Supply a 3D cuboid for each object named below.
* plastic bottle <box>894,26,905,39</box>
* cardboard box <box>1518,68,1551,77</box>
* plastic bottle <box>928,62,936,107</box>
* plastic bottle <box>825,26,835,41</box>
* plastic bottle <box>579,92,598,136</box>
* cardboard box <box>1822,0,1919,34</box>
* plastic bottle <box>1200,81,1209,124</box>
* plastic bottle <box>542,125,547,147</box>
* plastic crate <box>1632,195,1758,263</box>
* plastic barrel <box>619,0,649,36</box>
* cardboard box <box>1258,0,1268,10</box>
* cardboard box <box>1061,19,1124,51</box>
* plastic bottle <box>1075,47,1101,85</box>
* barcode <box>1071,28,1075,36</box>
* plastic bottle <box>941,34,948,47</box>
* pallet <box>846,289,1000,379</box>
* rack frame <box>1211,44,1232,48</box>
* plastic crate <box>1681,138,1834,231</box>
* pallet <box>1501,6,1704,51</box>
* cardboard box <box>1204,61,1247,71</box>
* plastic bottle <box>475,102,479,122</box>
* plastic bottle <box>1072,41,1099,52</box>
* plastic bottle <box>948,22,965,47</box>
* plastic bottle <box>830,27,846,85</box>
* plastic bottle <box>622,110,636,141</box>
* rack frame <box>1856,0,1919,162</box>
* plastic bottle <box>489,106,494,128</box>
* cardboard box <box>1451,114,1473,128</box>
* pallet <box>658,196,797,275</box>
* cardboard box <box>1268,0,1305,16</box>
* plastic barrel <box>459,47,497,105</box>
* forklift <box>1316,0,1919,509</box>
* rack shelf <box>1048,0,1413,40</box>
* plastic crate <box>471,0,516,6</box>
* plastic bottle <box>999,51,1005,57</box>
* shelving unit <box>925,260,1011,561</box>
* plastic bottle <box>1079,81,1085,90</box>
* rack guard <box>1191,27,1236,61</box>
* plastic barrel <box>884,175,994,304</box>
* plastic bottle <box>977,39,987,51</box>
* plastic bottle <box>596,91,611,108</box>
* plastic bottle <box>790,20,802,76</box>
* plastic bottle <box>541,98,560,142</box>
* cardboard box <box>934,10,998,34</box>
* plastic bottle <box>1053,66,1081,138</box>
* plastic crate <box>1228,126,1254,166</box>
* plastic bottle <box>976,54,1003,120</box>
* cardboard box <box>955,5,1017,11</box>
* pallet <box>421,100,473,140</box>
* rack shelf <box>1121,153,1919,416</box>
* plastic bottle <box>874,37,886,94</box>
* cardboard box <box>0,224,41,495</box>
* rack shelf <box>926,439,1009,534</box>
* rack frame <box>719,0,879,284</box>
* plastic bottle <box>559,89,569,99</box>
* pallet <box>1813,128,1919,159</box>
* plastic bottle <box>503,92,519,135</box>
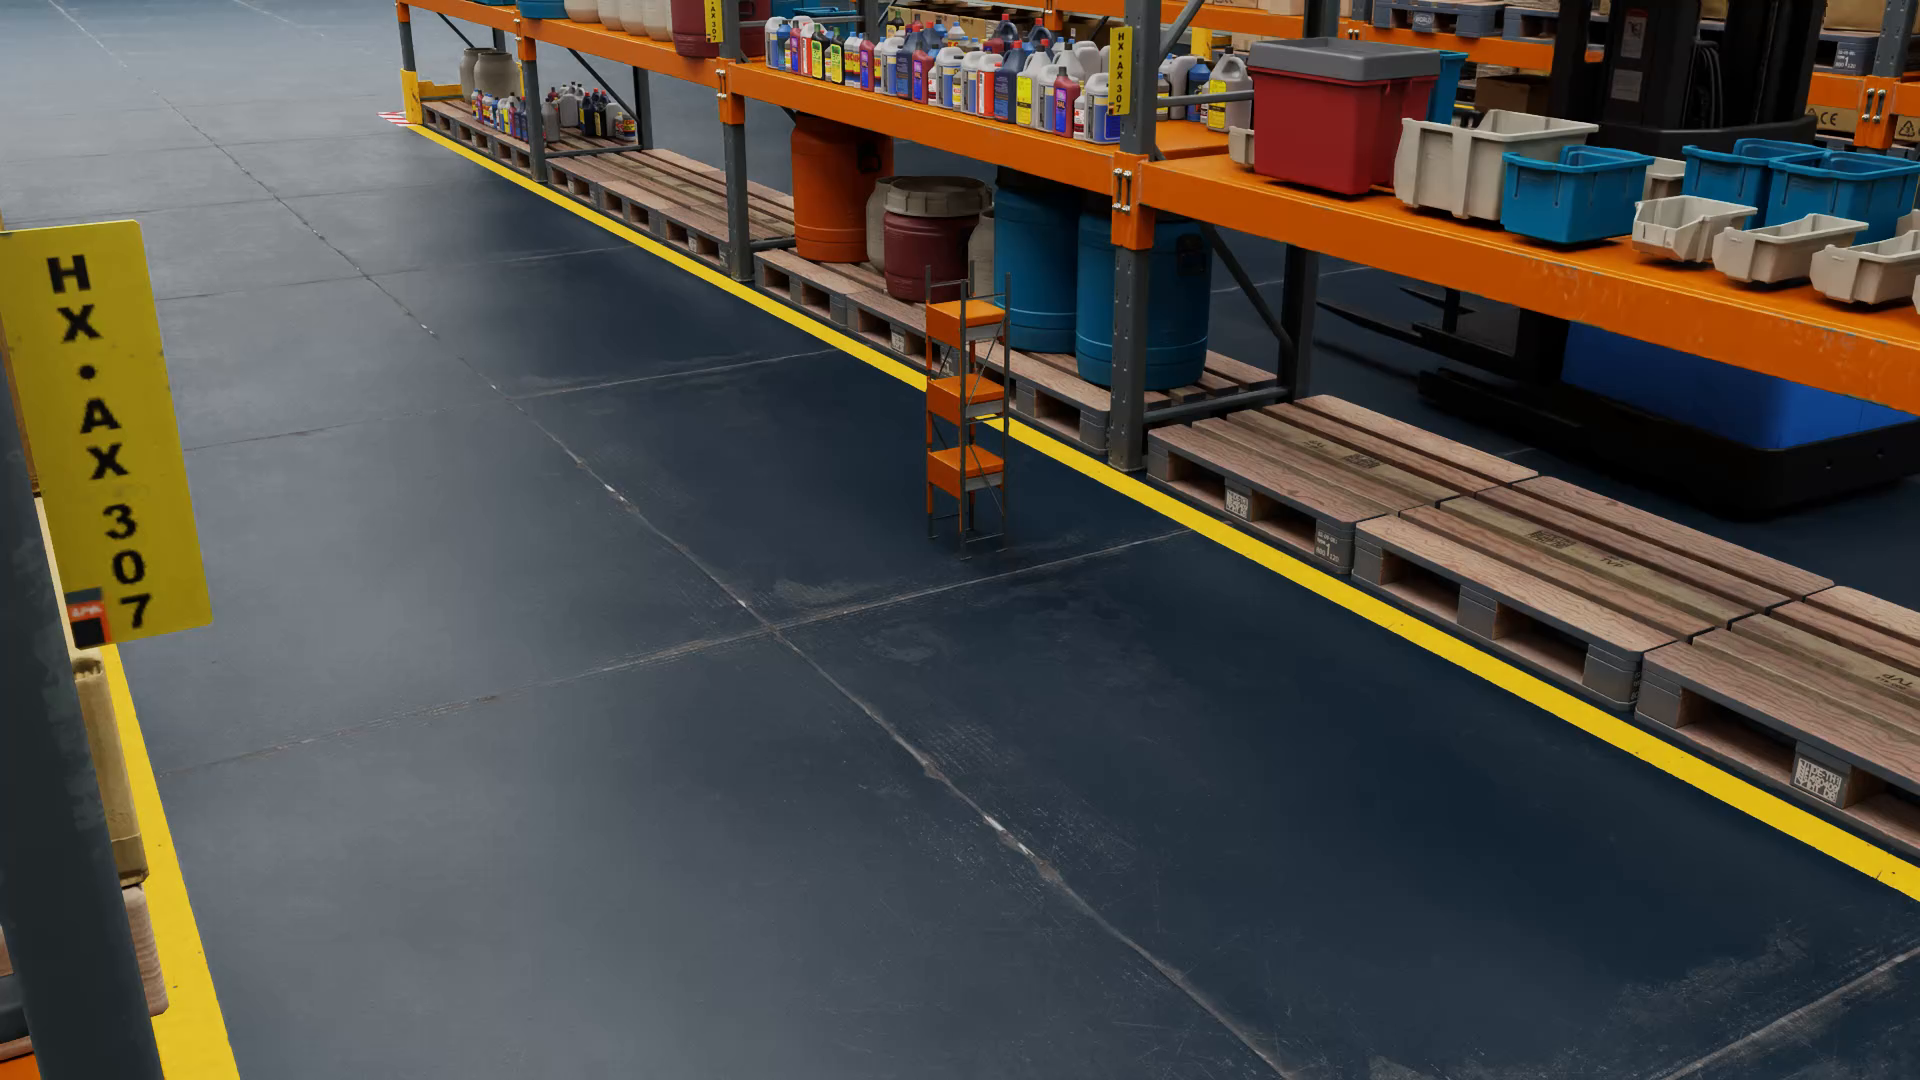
[{"bbox_3d":[-0.337,-2.893,9.708,0.097,0.201,0.097,0,22,0],"label":"plastic bottle"},{"bbox_3d":[6.217,-4.928,17.187,0.700,0.500,0.500,-13,26,-29],"label":"cardboard box"},{"bbox_3d":[-0.104,-2.185,7.968,0.097,0.201,0.097,0,22,0],"label":"plastic bottle"},{"bbox_3d":[-0.686,-2.632,8.973,0.097,0.271,0.097,0,22,0],"label":"plastic bottle"},{"bbox_3d":[-3.177,-3.659,14.264,0.144,0.351,0.185,-13,25,-28],"label":"plastic bottle"},{"bbox_3d":[5.300,-3.168,9.432,0.500,0.500,0.700,17,28,36],"label":"cardboard box"},{"bbox_3d":[1.126,-1.965,7.427,0.097,0.201,0.097,0,22,0],"label":"plastic bottle"},{"bbox_3d":[-3.450,-3.334,13.663,0.097,0.201,0.097,0,22,0],"label":"plastic bottle"},{"bbox_3d":[2.094,-0.894,4.797,0.298,0.136,0.250,-13,25,-28],"label":"plastic crate"},{"bbox_3d":[-2.101,-3.703,11.257,0.433,0.535,0.433,0,22,0],"label":"plastic barrel"},{"bbox_3d":[2.607,-4.311,13.269,0.380,0.149,0.250,-11,24,-24],"label":"cardboard box"},{"bbox_3d":[1.295,-4.799,16.233,0.500,0.500,0.500,-13,25,-28],"label":"cardboard box"},{"bbox_3d":[0.577,-2.216,7.944,0.152,0.276,0.135,-13,25,-28],"label":"plastic bottle"},{"bbox_3d":[1.036,-4.649,15.225,0.001,0.075,0.075,-13,25,-28],"label":"barcode"},{"bbox_3d":[-0.070,-2.723,9.292,0.097,0.201,0.097,0,22,0],"label":"plastic bottle"},{"bbox_3d":[0.104,-1.141,8.838,1.003,0.211,1.213,-13,25,-28],"label":"pallet"},{"bbox_3d":[3.477,-7.570,20.951,1.000,3.000,0.127,-13,25,-28],"label":"rack frame"},{"bbox_3d":[2.464,-1.101,5.180,0.416,0.233,0.300,-13,25,-28],"label":"plastic crate"},{"bbox_3d":[4.304,-3.308,10.722,1.003,0.211,1.213,-13,25,-28],"label":"pallet"},{"bbox_3d":[2.241,-4.096,14.754,0.500,0.311,0.500,-13,25,-28],"label":"cardboard box"},{"bbox_3d":[-4.329,-3.891,15.033,0.097,0.201,0.097,0,22,0],"label":"plastic bottle"},{"bbox_3d":[0.589,-2.320,8.200,0.152,0.276,0.135,-13,25,-28],"label":"plastic bottle"},{"bbox_3d":[-0.020,-2.724,9.201,0.097,0.271,0.097,0,22,0],"label":"plastic bottle"},{"bbox_3d":[-0.627,-2.541,8.735,0.061,0.283,0.133,-13,25,-28],"label":"plastic bottle"},{"bbox_3d":[-2.783,-3.497,13.969,0.097,0.271,0.097,0,22,0],"label":"plastic bottle"},{"bbox_3d":[5.350,-2.731,9.047,1.000,3.000,0.127,-13,25,-28],"label":"rack frame"},{"bbox_3d":[-4.105,-3.749,14.684,0.097,0.201,0.097,0,22,0],"label":"plastic bottle"},{"bbox_3d":[3.566,-2.701,11.708,0.500,0.500,0.500,-14,26,-30],"label":"cardboard box"},{"bbox_3d":[-1.316,-2.041,11.052,1.003,0.211,1.213,-13,25,-28],"label":"pallet"},{"bbox_3d":[2.609,-4.147,12.865,0.380,0.149,0.250,-13,25,-28],"label":"cardboard box"},{"bbox_3d":[-4.638,-4.508,16.164,0.421,0.512,0.421,0,22,0],"label":"plastic barrel"},{"bbox_3d":[2.842,-1.995,7.327,1.130,2.935,3.031,-11,24,-25],"label":"forklift"},{"bbox_3d":[2.285,-4.340,13.961,1.077,0.370,4.000,-13,25,-28],"label":"rack shelf"},{"bbox_3d":[-3.796,-4.606,13.858,0.499,0.251,0.616,-13,25,-28],"label":"plastic crate"},{"bbox_3d":[0.195,-2.140,7.765,0.097,0.271,0.097,0,22,0],"label":"plastic bottle"},{"bbox_3d":[0.027,-0.469,6.071,0.215,1.050,0.252,-13,25,-28],"label":"shelving unit"},{"bbox_3d":[0.521,-1.901,7.269,0.097,0.201,0.097,0,22,0],"label":"plastic bottle"},{"bbox_3d":[3.515,-6.387,21.361,1.175,0.500,0.348,-13,25,-28],"label":"rack guard"},{"bbox_3d":[-0.112,-1.631,8.986,0.600,0.588,0.708,-13,25,-28],"label":"plastic barrel"},{"bbox_3d":[0.129,-2.597,8.982,0.097,0.201,0.097,0,22,0],"label":"plastic bottle"},{"bbox_3d":[-3.053,-3.687,14.332,0.144,0.351,0.185,-12,25,-27],"label":"plastic bottle"},{"bbox_3d":[-0.882,-2.703,9.133,0.061,0.283,0.133,-13,25,-28],"label":"plastic bottle"},{"bbox_3d":[-3.450,-3.527,13.938,0.144,0.351,0.185,-13,25,-28],"label":"plastic bottle"},{"bbox_3d":[0.067,-5.181,17.173,0.500,0.500,0.500,-13,25,-28],"label":"cardboard box"},{"bbox_3d":[0.453,-1.857,7.051,0.061,0.283,0.133,-13,25,-28],"label":"plastic bottle"},{"bbox_3d":[1.204,-1.507,6.306,0.396,0.136,0.243,-13,25,-28],"label":"plastic crate"},{"bbox_3d":[0.166,-2.069,7.583,0.152,0.276,0.135,-13,25,-28],"label":"plastic bottle"},{"bbox_3d":[0.273,-5.446,17.826,0.500,0.500,0.500,-13,25,-28],"label":"cardboard box"},{"bbox_3d":[-4.551,-4.093,16.100,1.003,0.211,1.213,-13,25,-28],"label":"pallet"},{"bbox_3d":[2.111,-0.799,5.248,1.077,0.370,4.000,-13,25,-28],"label":"rack shelf"},{"bbox_3d":[-0.385,-2.396,8.393,0.097,0.271,0.097,0,22,0],"label":"plastic bottle"},{"bbox_3d":[-1.394,-0.317,1.916,0.500,0.500,0.500,-13,26,-30],"label":"cardboard box"},{"bbox_3d":[0.027,-0.202,6.180,0.215,0.259,0.240,-13,25,-28],"label":"rack shelf"},{"bbox_3d":[-0.954,-3.074,9.891,1.000,3.000,0.127,-13,25,-28],"label":"rack frame"},{"bbox_3d":[-3.549,-3.964,15.113,0.152,0.276,0.135,-13,26,-30],"label":"plastic bottle"},{"bbox_3d":[7.901,-3.418,14.441,1.003,0.211,1.213,-13,25,-28],"label":"pallet"},{"bbox_3d":[-3.837,-3.666,14.280,0.144,0.351,0.185,-13,25,-29],"label":"plastic bottle"}]
